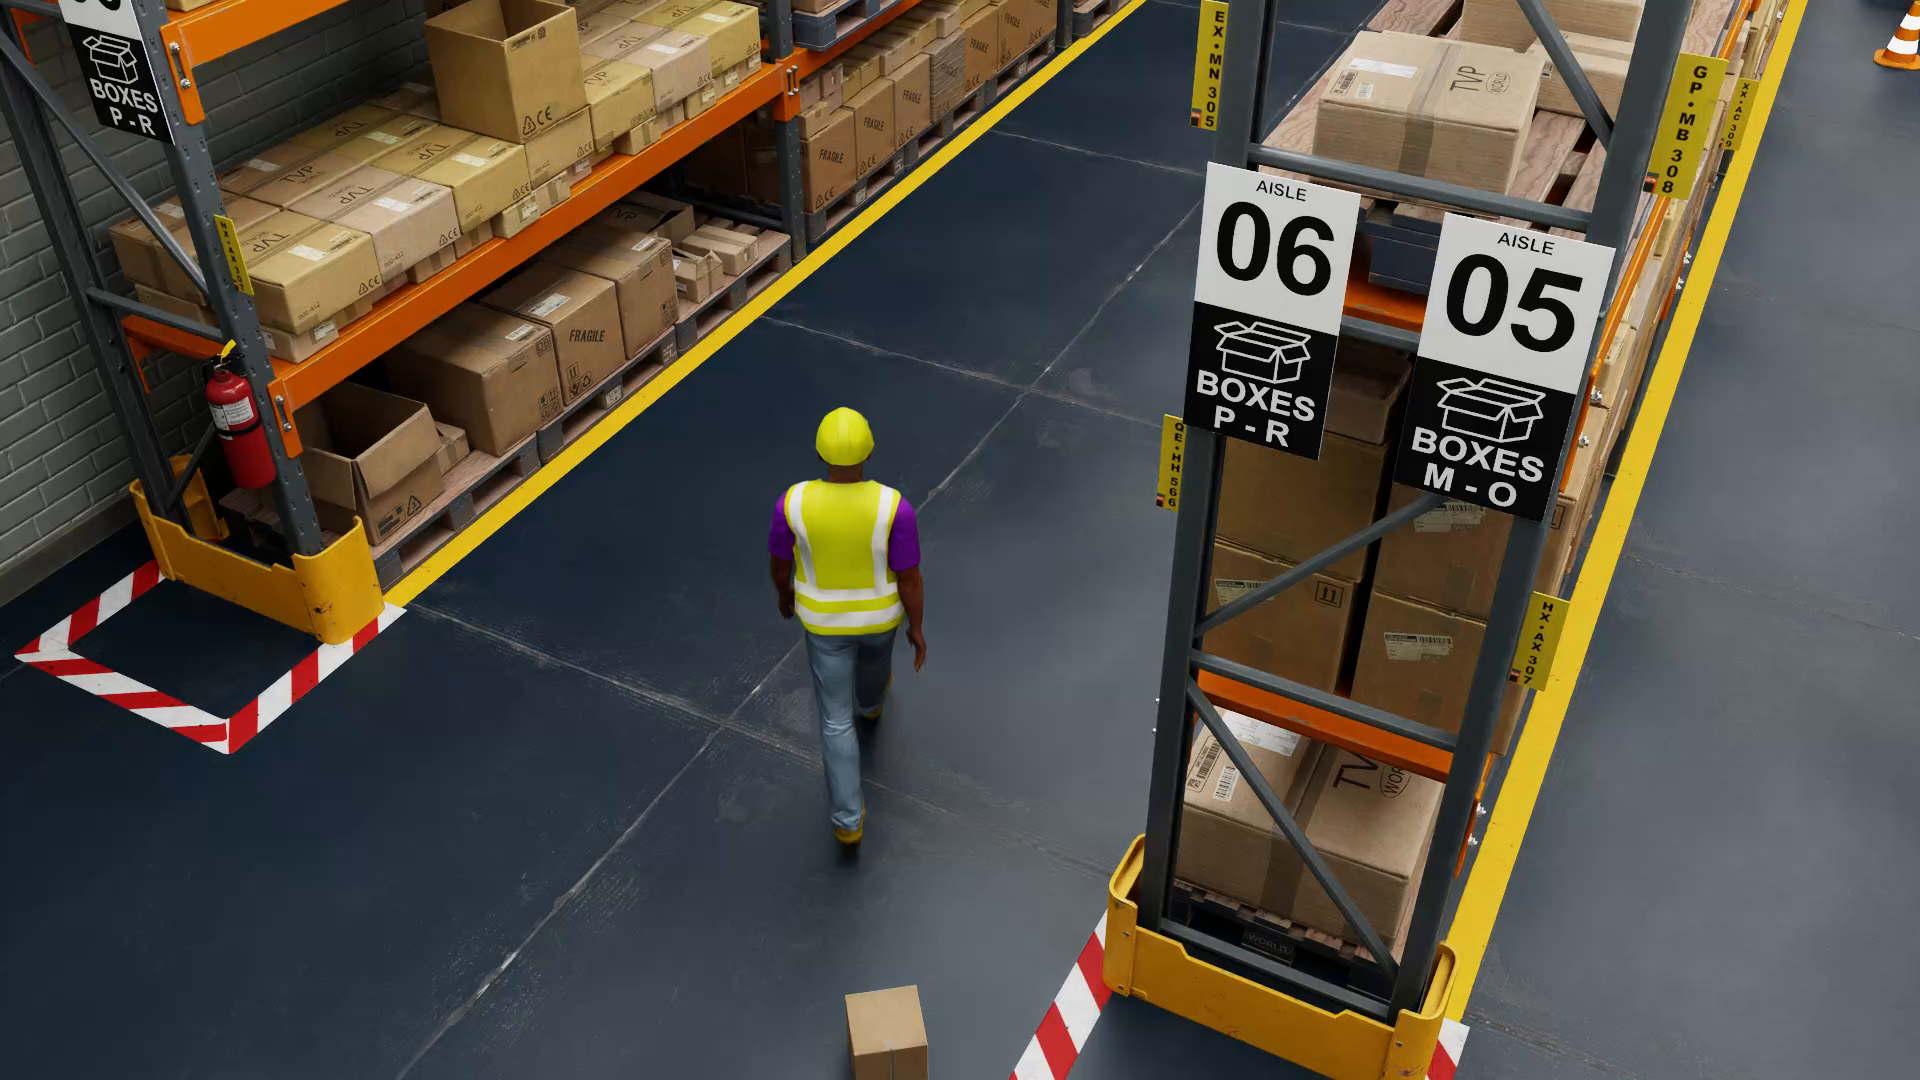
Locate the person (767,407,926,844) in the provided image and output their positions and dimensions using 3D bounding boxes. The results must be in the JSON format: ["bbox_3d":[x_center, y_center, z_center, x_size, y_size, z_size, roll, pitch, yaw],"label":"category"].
[{"bbox_3d":[-0.432,0.254,6.423,0.582,1.719,1.079,-3,38,-4],"label":"person"}]
